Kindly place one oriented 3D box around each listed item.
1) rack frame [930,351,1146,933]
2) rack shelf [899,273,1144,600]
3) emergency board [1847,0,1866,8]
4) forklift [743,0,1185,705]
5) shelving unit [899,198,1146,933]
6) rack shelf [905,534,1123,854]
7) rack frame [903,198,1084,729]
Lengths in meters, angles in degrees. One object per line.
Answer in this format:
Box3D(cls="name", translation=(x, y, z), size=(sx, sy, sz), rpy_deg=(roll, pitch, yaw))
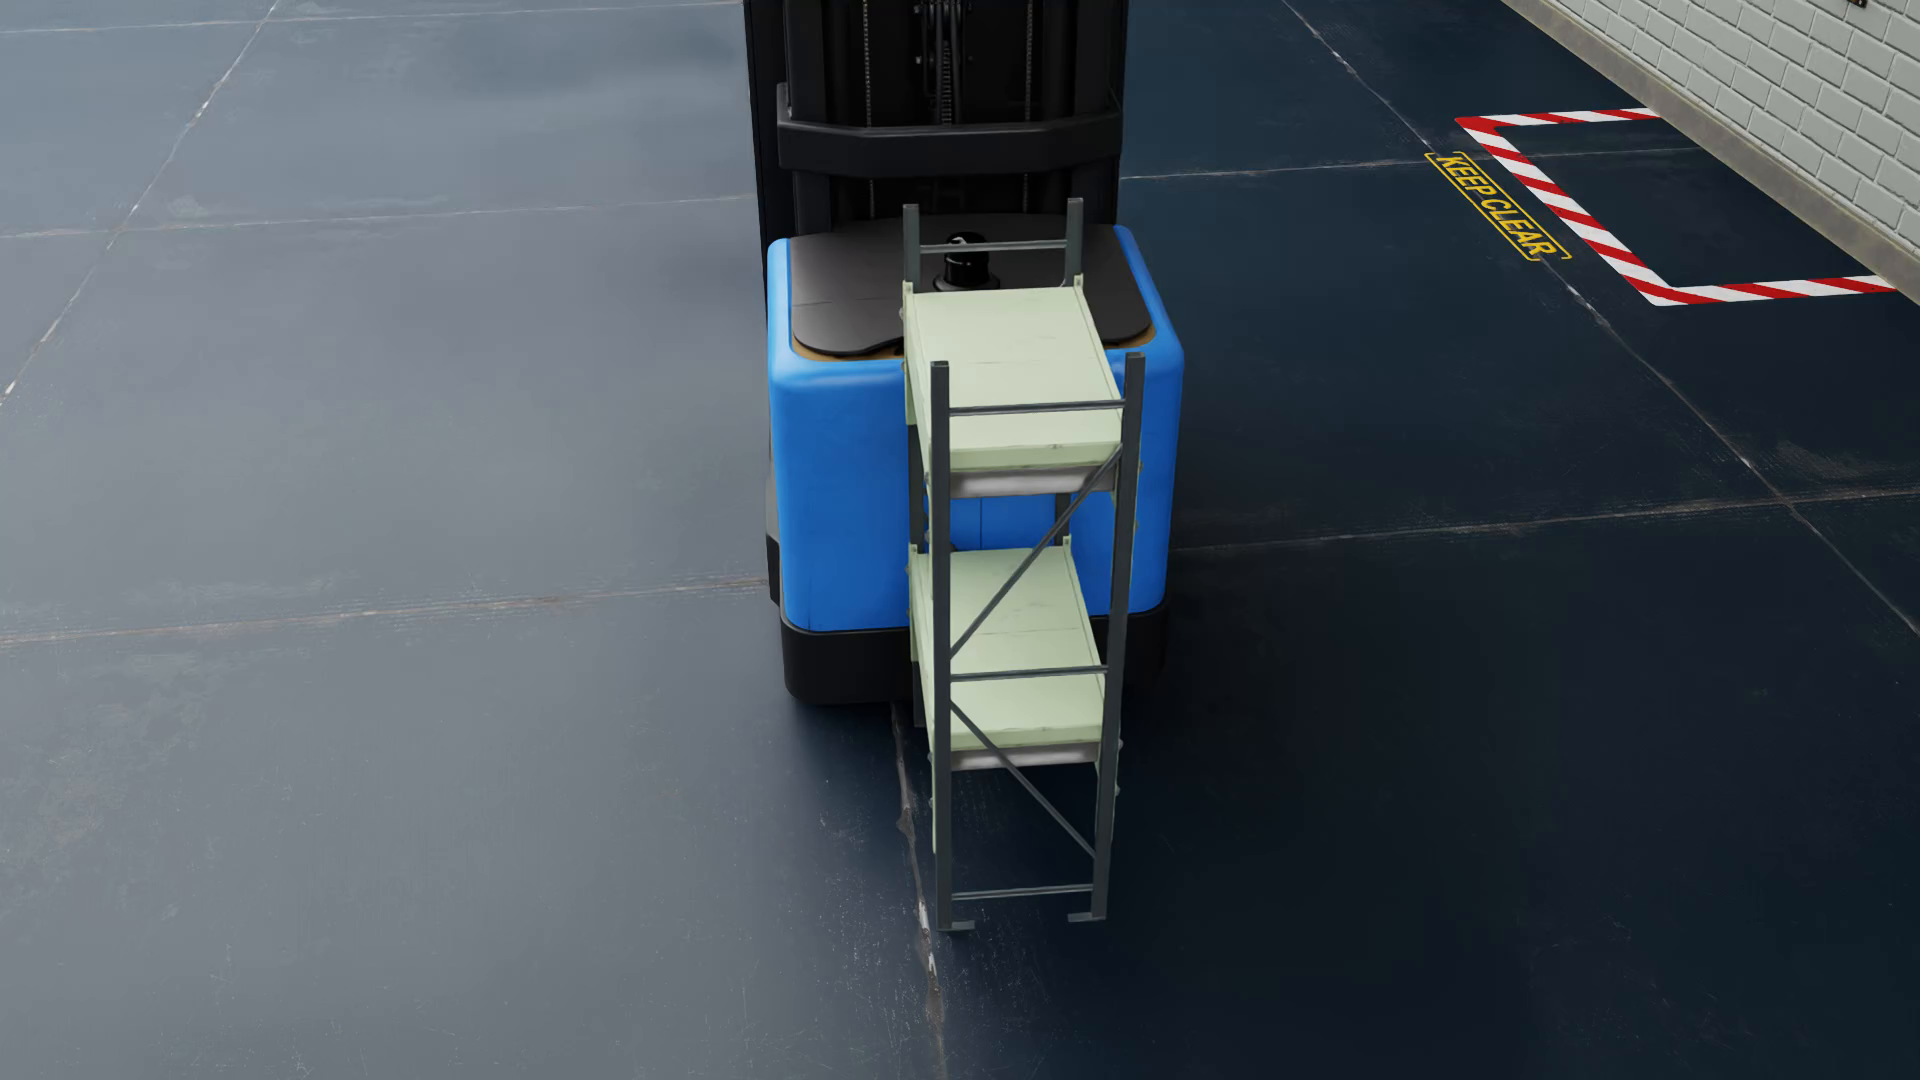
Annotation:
Box3D(cls="rack frame", translation=(0.145, 0.284, 3.501), size=(0.400, 1.500, 0.023), rpy_deg=(-3, 34, -5))
Box3D(cls="rack shelf", translation=(0.110, -0.243, 3.582), size=(0.431, 0.370, 0.720), rpy_deg=(-3, 34, -5))
Box3D(cls="emergency board", translation=(3.594, -2.841, 6.755), size=(0.157, 1.169, 0.626), rpy_deg=(-4, 35, -6))
Box3D(cls="forklift", translation=(-0.091, -1.579, 4.964), size=(1.130, 2.935, 3.031), rpy_deg=(-3, 34, -5))
Box3D(cls="shelving unit", translation=(0.110, 0.079, 3.802), size=(0.431, 1.500, 0.755), rpy_deg=(-3, 34, -5))
Box3D(cls="rack shelf", translation=(0.110, 0.348, 3.986), size=(0.431, 0.370, 0.720), rpy_deg=(-3, 34, -5))
Box3D(cls="rack frame", translation=(0.074, -0.126, 4.103), size=(0.400, 1.500, 0.023), rpy_deg=(-3, 34, -5))
